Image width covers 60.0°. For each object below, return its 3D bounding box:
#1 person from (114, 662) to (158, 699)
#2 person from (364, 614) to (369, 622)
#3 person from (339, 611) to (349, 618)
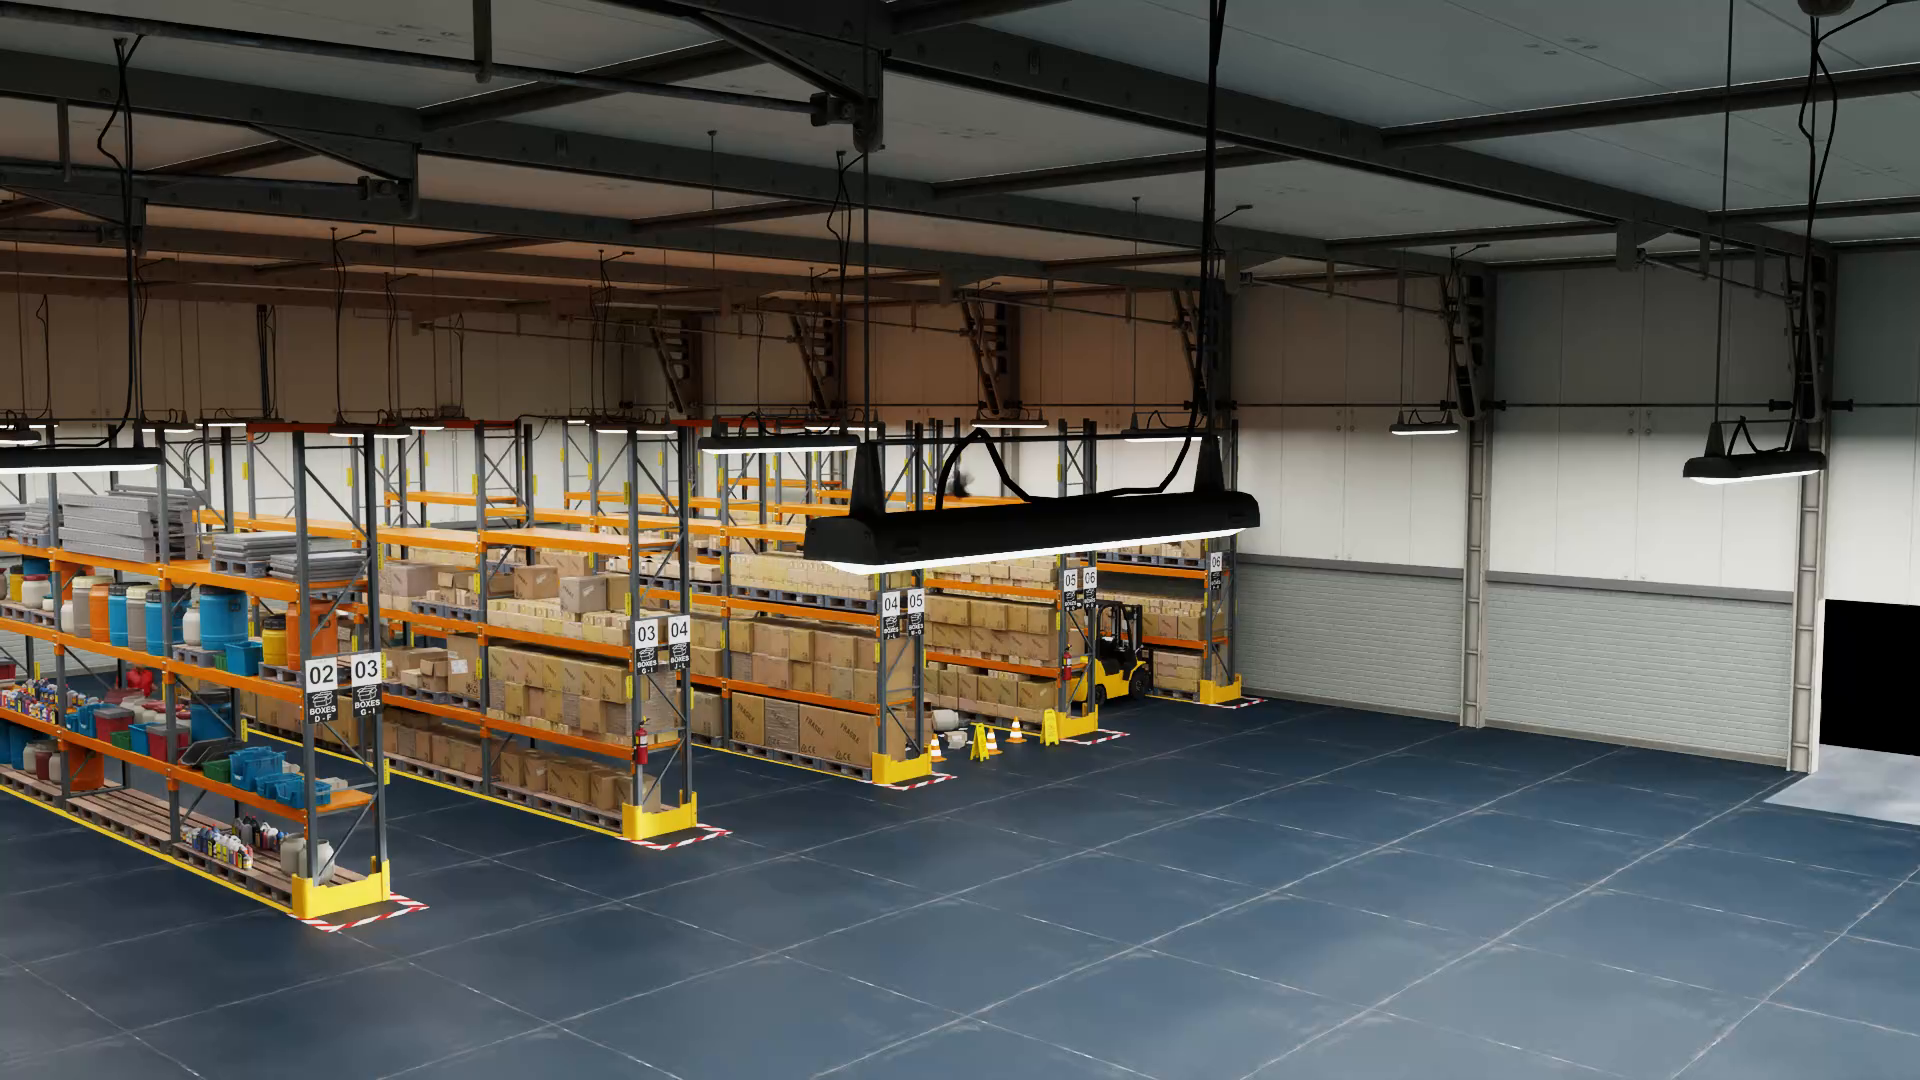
[{"bbox_3d":[-14.954,3.014,30.326,0.759,1.780,0.635,2,5,27],"label":"person"},{"bbox_3d":[-14.182,2.256,39.217,0.896,1.732,0.727,-5,7,-44],"label":"person"},{"bbox_3d":[-13.871,2.445,37.363,0.688,1.726,0.772,-1,5,-16],"label":"person"}]
